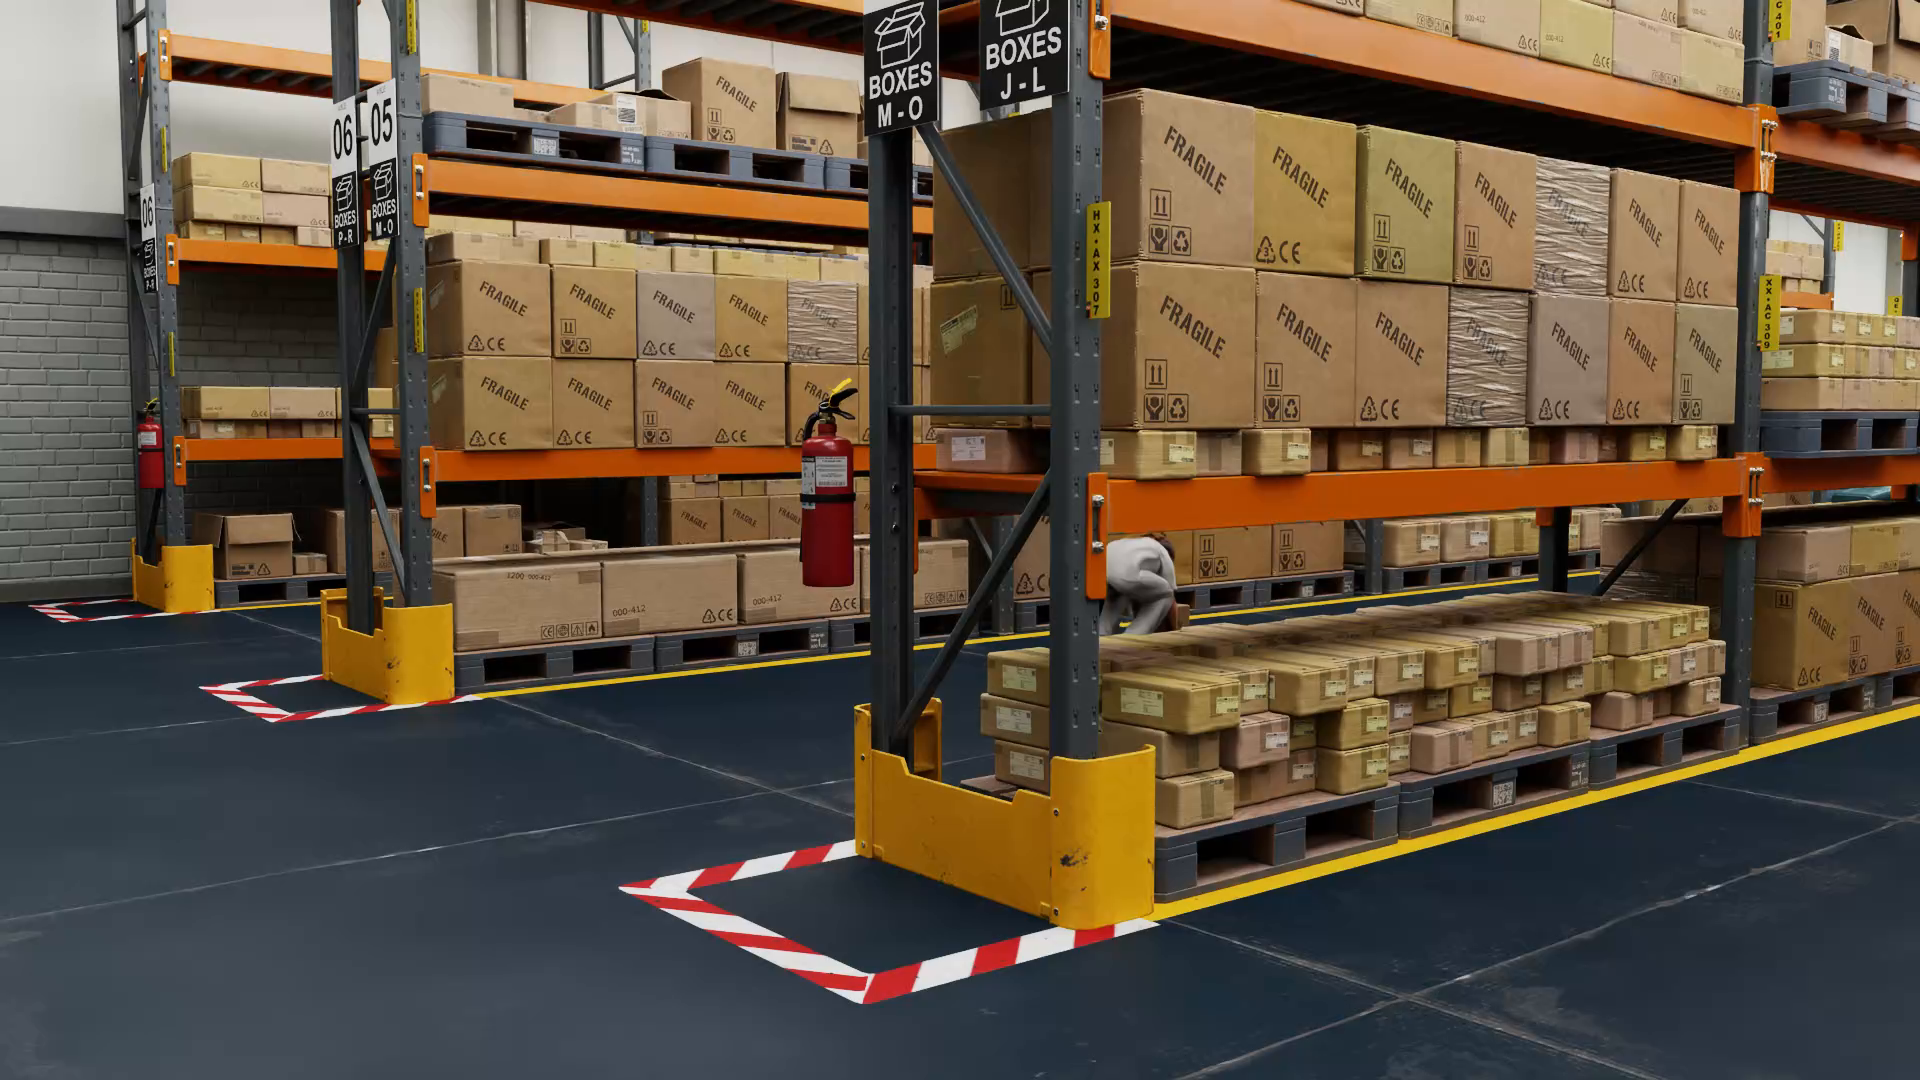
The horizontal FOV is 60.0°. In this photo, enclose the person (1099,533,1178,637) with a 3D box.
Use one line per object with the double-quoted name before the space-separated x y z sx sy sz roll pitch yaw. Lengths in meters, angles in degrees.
"person" 1.129 0.330 10.615 0.457 0.757 0.876 3 5 36
